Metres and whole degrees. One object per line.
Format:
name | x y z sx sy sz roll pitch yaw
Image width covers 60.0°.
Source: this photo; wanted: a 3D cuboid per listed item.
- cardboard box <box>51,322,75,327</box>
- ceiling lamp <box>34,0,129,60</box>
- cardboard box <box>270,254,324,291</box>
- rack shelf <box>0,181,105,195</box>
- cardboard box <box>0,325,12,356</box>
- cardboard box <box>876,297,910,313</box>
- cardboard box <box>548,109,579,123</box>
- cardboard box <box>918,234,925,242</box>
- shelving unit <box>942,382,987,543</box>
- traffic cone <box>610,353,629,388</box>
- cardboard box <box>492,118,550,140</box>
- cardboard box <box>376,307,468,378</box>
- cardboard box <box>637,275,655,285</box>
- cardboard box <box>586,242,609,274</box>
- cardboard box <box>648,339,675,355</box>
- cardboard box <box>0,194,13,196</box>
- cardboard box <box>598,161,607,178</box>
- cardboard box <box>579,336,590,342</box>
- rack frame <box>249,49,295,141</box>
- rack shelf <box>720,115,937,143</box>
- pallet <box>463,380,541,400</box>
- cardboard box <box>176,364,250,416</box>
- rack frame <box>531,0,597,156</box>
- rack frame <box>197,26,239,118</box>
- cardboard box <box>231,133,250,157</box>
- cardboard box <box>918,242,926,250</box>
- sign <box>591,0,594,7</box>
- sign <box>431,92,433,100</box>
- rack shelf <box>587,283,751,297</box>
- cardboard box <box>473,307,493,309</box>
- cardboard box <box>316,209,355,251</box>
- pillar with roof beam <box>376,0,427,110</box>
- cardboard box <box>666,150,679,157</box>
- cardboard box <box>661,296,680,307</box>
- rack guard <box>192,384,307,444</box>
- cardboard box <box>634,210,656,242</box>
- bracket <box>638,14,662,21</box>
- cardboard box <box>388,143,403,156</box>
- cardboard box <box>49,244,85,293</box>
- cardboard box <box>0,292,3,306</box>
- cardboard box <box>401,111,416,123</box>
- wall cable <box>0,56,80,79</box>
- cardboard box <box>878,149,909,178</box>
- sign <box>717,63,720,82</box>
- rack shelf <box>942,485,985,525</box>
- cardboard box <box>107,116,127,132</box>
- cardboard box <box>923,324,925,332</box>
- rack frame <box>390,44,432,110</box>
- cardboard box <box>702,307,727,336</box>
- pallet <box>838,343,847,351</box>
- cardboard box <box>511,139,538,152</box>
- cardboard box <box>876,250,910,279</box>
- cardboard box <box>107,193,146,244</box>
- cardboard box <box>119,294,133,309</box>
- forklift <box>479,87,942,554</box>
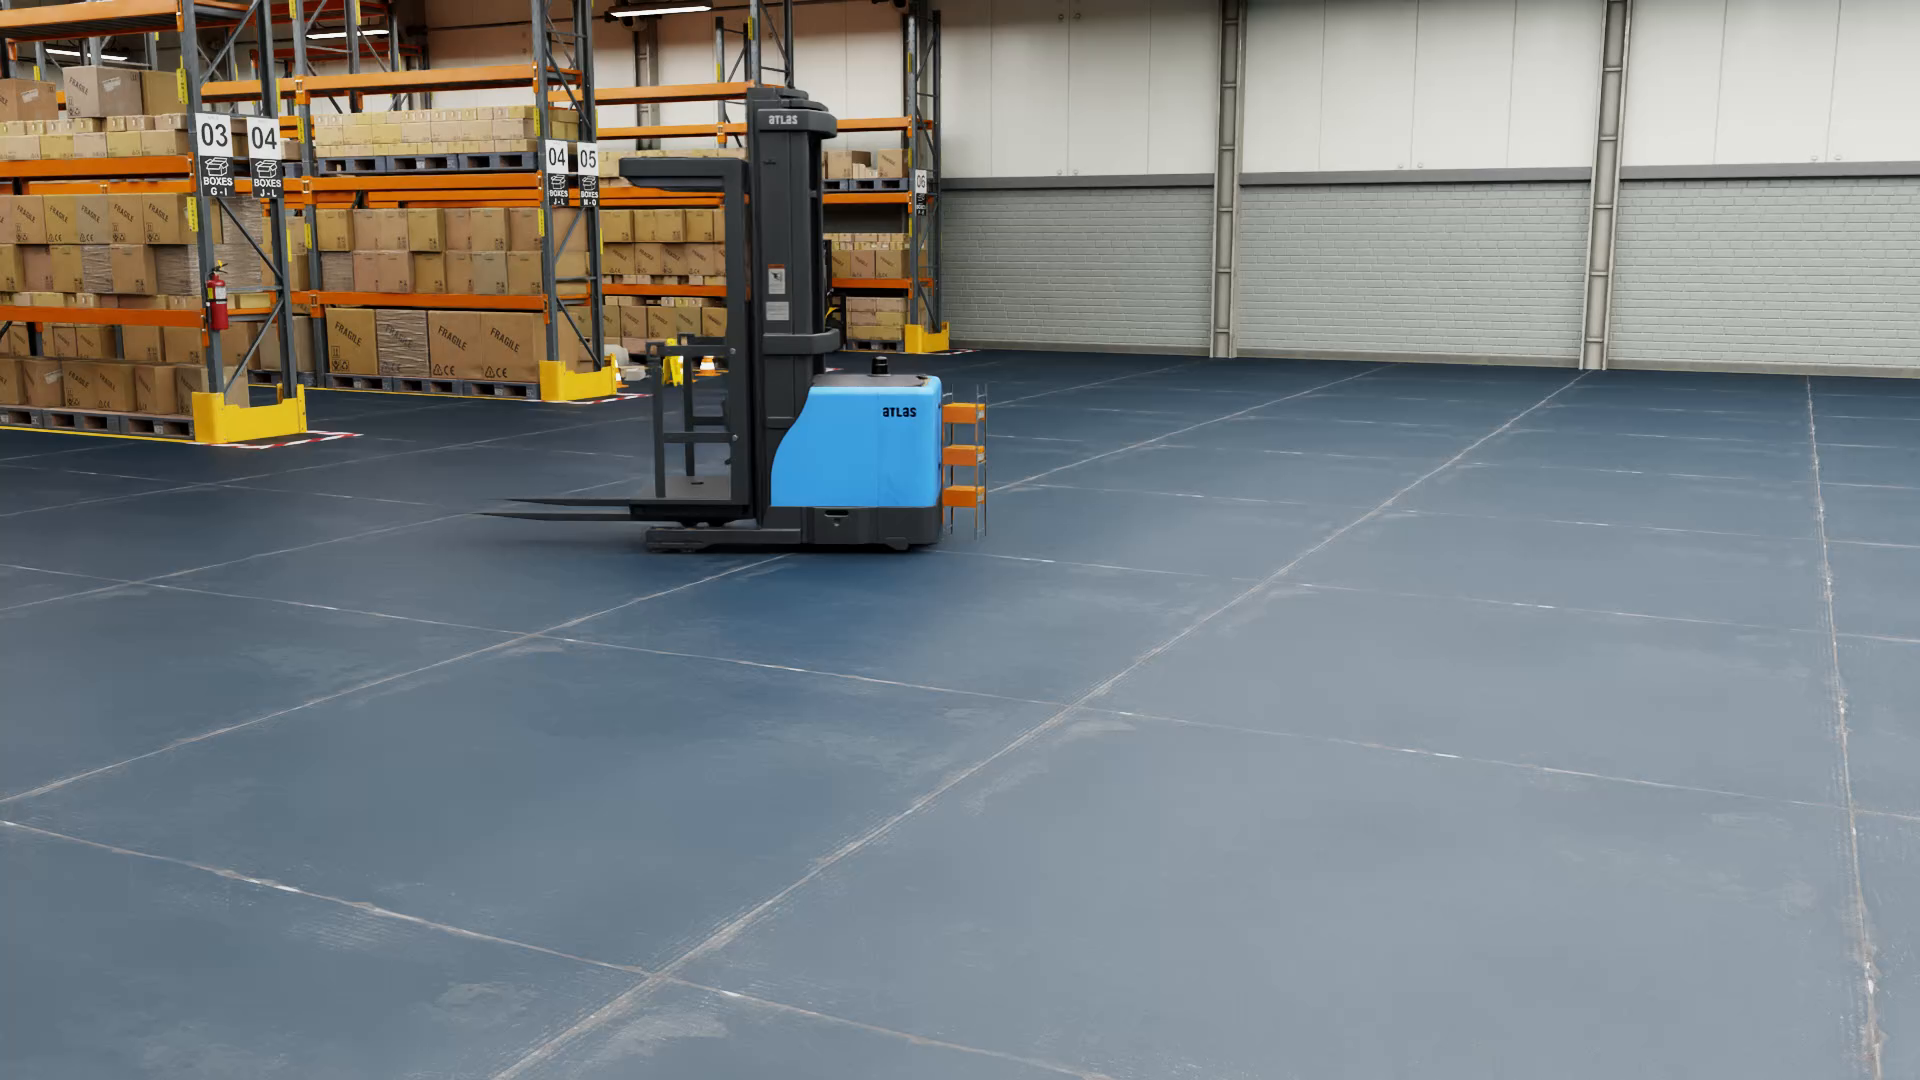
cardboard box | -13.271 -3.338 24.987 0.500 0.250 0.500 5 11 27
ceiling lamp | -18.400 -11.828 34.927 0.800 3.185 2.000 5 11 26
cardboard box | -9.084 -3.675 22.833 0.500 0.500 0.500 5 11 25
rack shelf | -13.878 -5.222 25.260 4.000 0.370 1.077 5 11 26
cardboard box | -14.651 -3.092 25.734 0.500 0.500 0.500 6 12 28
cardboard box | -1.169 -4.236 29.946 0.500 0.250 0.500 5 12 28
cardboard box | -5.069 -5.390 21.173 0.250 0.149 0.380 5 11 26
cardboard box | -0.824 -5.479 30.144 0.250 0.149 0.380 5 11 25
shelving unit | 0.030 -0.523 11.174 0.252 1.050 0.215 4 11 19
traffic cone | -4.758 -2.333 22.819 0.334 0.463 0.336 5 11 26
cardboard box | -5.473 -5.111 20.749 0.500 0.250 0.500 5 11 27
cardboard box | -7.154 -2.657 22.277 0.875 0.875 0.875 5 11 26
cardboard box | -4.876 -4.109 26.214 0.250 0.149 0.380 5 11 26
cardboard box | -5.666 -4.506 26.591 0.500 0.500 0.500 5 11 26
cardboard box | -4.587 -3.068 26.298 0.500 0.250 0.500 5 11 24
cardboard box | -11.433 -3.430 18.896 1.000 1.000 1.000 5 11 26
cardboard box | -5.658 -5.857 26.333 0.500 0.250 0.500 5 11 25
cardboard box | -6.039 -2.895 25.818 0.500 0.500 0.500 -4 11 -23
rack frame | -14.966 -9.117 36.335 0.127 3.000 1.000 5 11 26
rack shelf | -2.411 -7.463 30.339 4.000 0.370 1.077 5 11 26
pallet | -5.662 -1.991 21.636 1.213 0.211 1.003 5 11 26
cardboard box | -7.748 -1.557 17.248 0.500 0.500 0.500 8 13 36
rack frame | -4.910 -6.264 20.574 0.127 3.000 1.000 5 11 26
rack frame | -13.572 -8.008 30.211 0.127 3.000 1.000 5 11 26
cardboard box | -7.513 -4.009 16.960 0.500 0.250 0.500 5 12 28
cardboard box | -0.807 -5.340 30.213 0.250 0.149 0.380 5 11 24
sign | -4.659 -6.890 20.964 0.005 0.325 0.100 5 11 26
sign | -11.139 -9.428 34.988 0.005 0.325 0.100 5 11 26
rack shelf | -4.604 -3.914 26.456 4.000 0.370 1.077 5 11 26
cardboard box | -9.655 -4.630 34.228 0.500 0.500 0.500 5 11 24
cardboard box | -8.182 -4.198 22.550 0.550 0.550 0.875 5 11 26
pillar with roof beam | -13.509 -8.313 31.893 0.548 9.000 9.100 5 11 26
cardboard box | -4.340 -5.952 25.739 0.250 0.149 0.380 5 11 24
cardboard box | -4.463 -3.734 26.052 0.250 0.149 0.380 6 12 28
rack guard | -7.264 -1.304 17.031 0.348 0.500 1.175 5 11 26
cardboard box | -4.705 -4.930 26.124 0.500 0.500 0.700 5 11 25
bracket | -6.009 -10.209 32.265 0.430 0.232 0.235 5 11 26
cardboard box | -7.178 -5.053 21.548 0.250 0.149 0.380 5 11 26
cardboard box | -9.050 -2.879 17.600 0.500 0.500 0.875 5 11 26
cardboard box | -10.268 -2.618 17.976 0.250 0.149 0.380 5 11 26
cardboard box | -6.957 -5.425 21.367 0.250 0.149 0.380 5 11 26
wall cable | -20.783 -9.307 37.282 0.133 3.039 2.988 5 11 26
cardboard box | -1.122 -6.681 29.558 0.500 0.500 0.500 5 12 28
sign | -4.434 -8.582 30.536 0.005 0.325 0.100 5 11 26
rack shelf | 0.030 -0.239 11.225 0.240 0.259 0.215 4 11 19
cardboard box | -8.293 -4.158 16.659 0.250 0.149 0.380 5 11 26
cardboard box | -0.972 -3.827 30.497 0.500 0.250 0.500 5 11 26
rack frame | -11.379 -8.801 34.593 0.127 3.000 1.000 5 11 26
cardboard box | -3.644 -3.355 25.780 0.500 0.500 0.500 5 11 26
pallet | -2.412 -3.682 30.979 1.213 0.211 1.003 5 11 26
cardboard box | -5.358 -4.893 20.663 0.250 0.149 0.380 5 11 26
cardboard box | -1.175 -4.950 29.876 0.500 0.500 0.500 5 11 25
cardboard box | -8.249 -3.258 16.885 0.500 0.500 0.500 5 11 26
cardboard box | -8.436 -2.474 17.181 0.250 0.149 0.380 5 11 26
forklift | -1.647 -1.448 11.001 3.031 2.935 1.130 0 10 2
